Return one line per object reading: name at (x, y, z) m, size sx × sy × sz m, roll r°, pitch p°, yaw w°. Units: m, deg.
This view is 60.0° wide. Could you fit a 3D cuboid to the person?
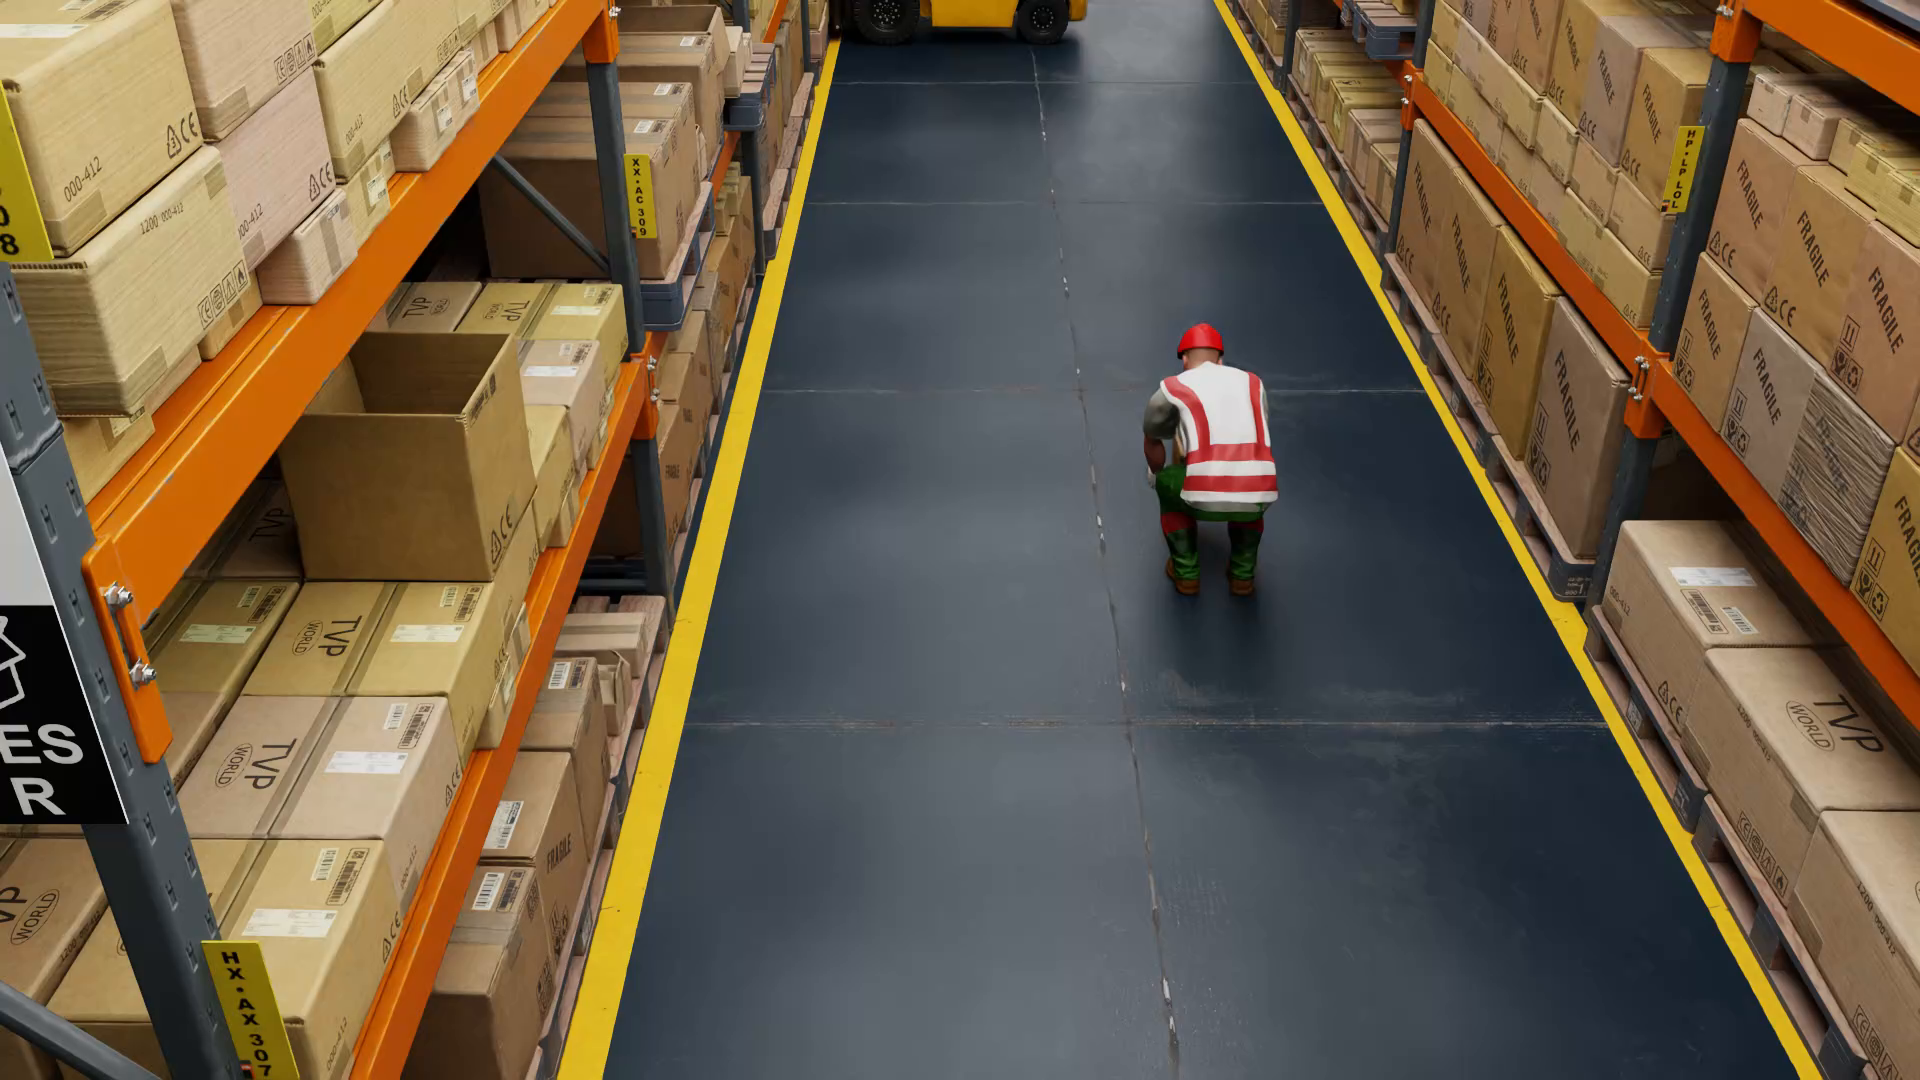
person at (1.103, -0.330, 7.348) m, size 0.577 × 1.073 × 0.862 m, roll 0°, pitch 31°, yaw 0°
